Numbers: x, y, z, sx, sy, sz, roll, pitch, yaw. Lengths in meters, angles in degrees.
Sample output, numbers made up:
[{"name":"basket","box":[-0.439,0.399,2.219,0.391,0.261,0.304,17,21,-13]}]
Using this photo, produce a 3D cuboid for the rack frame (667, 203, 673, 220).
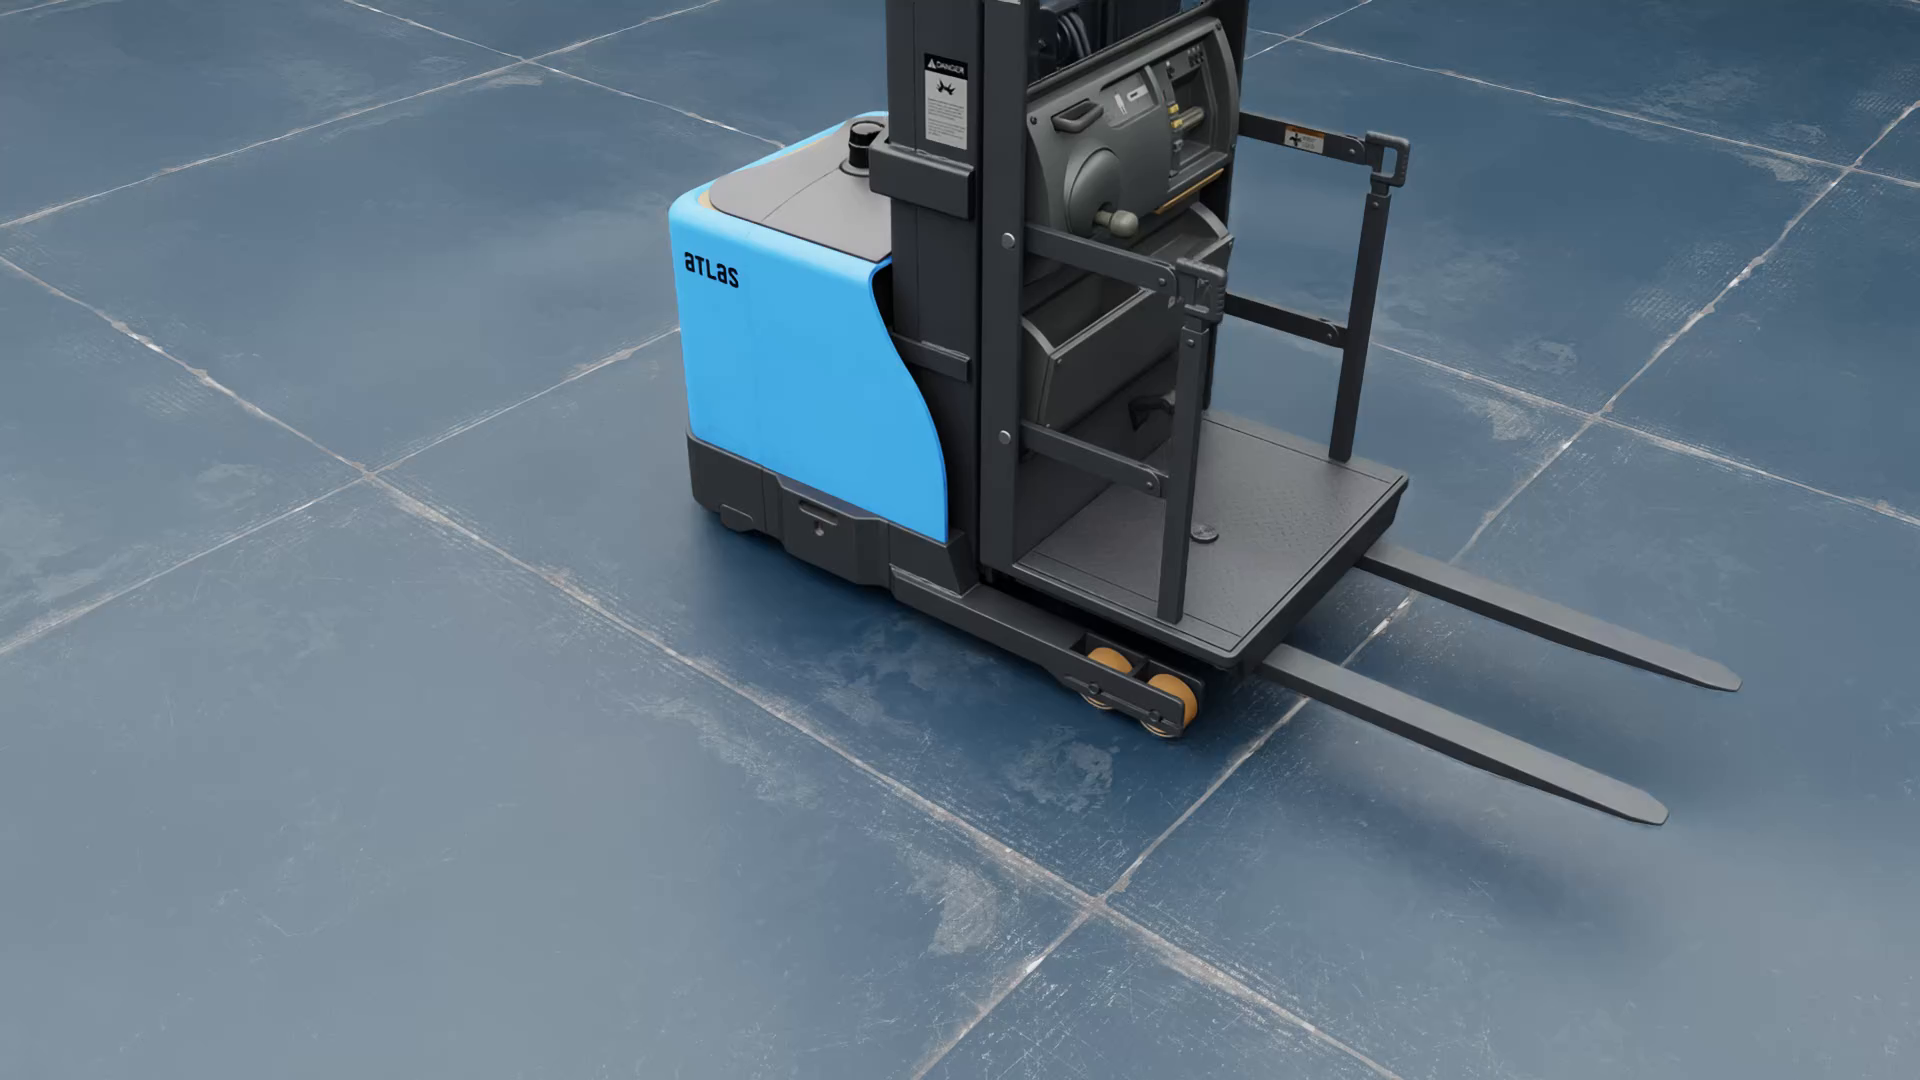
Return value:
[{"name":"rack frame","box":[-0.830,-0.725,5.510,0.006,0.900,0.240,22,40,31]}]

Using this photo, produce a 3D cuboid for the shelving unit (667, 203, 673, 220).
[{"name":"shelving unit","box":[-0.749,-0.692,5.458,0.210,0.900,0.258,22,40,31]}]

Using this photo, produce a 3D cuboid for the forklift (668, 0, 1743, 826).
[{"name":"forklift","box":[0.626,-1.021,4.147,3.031,2.935,1.130,23,41,29]}]
